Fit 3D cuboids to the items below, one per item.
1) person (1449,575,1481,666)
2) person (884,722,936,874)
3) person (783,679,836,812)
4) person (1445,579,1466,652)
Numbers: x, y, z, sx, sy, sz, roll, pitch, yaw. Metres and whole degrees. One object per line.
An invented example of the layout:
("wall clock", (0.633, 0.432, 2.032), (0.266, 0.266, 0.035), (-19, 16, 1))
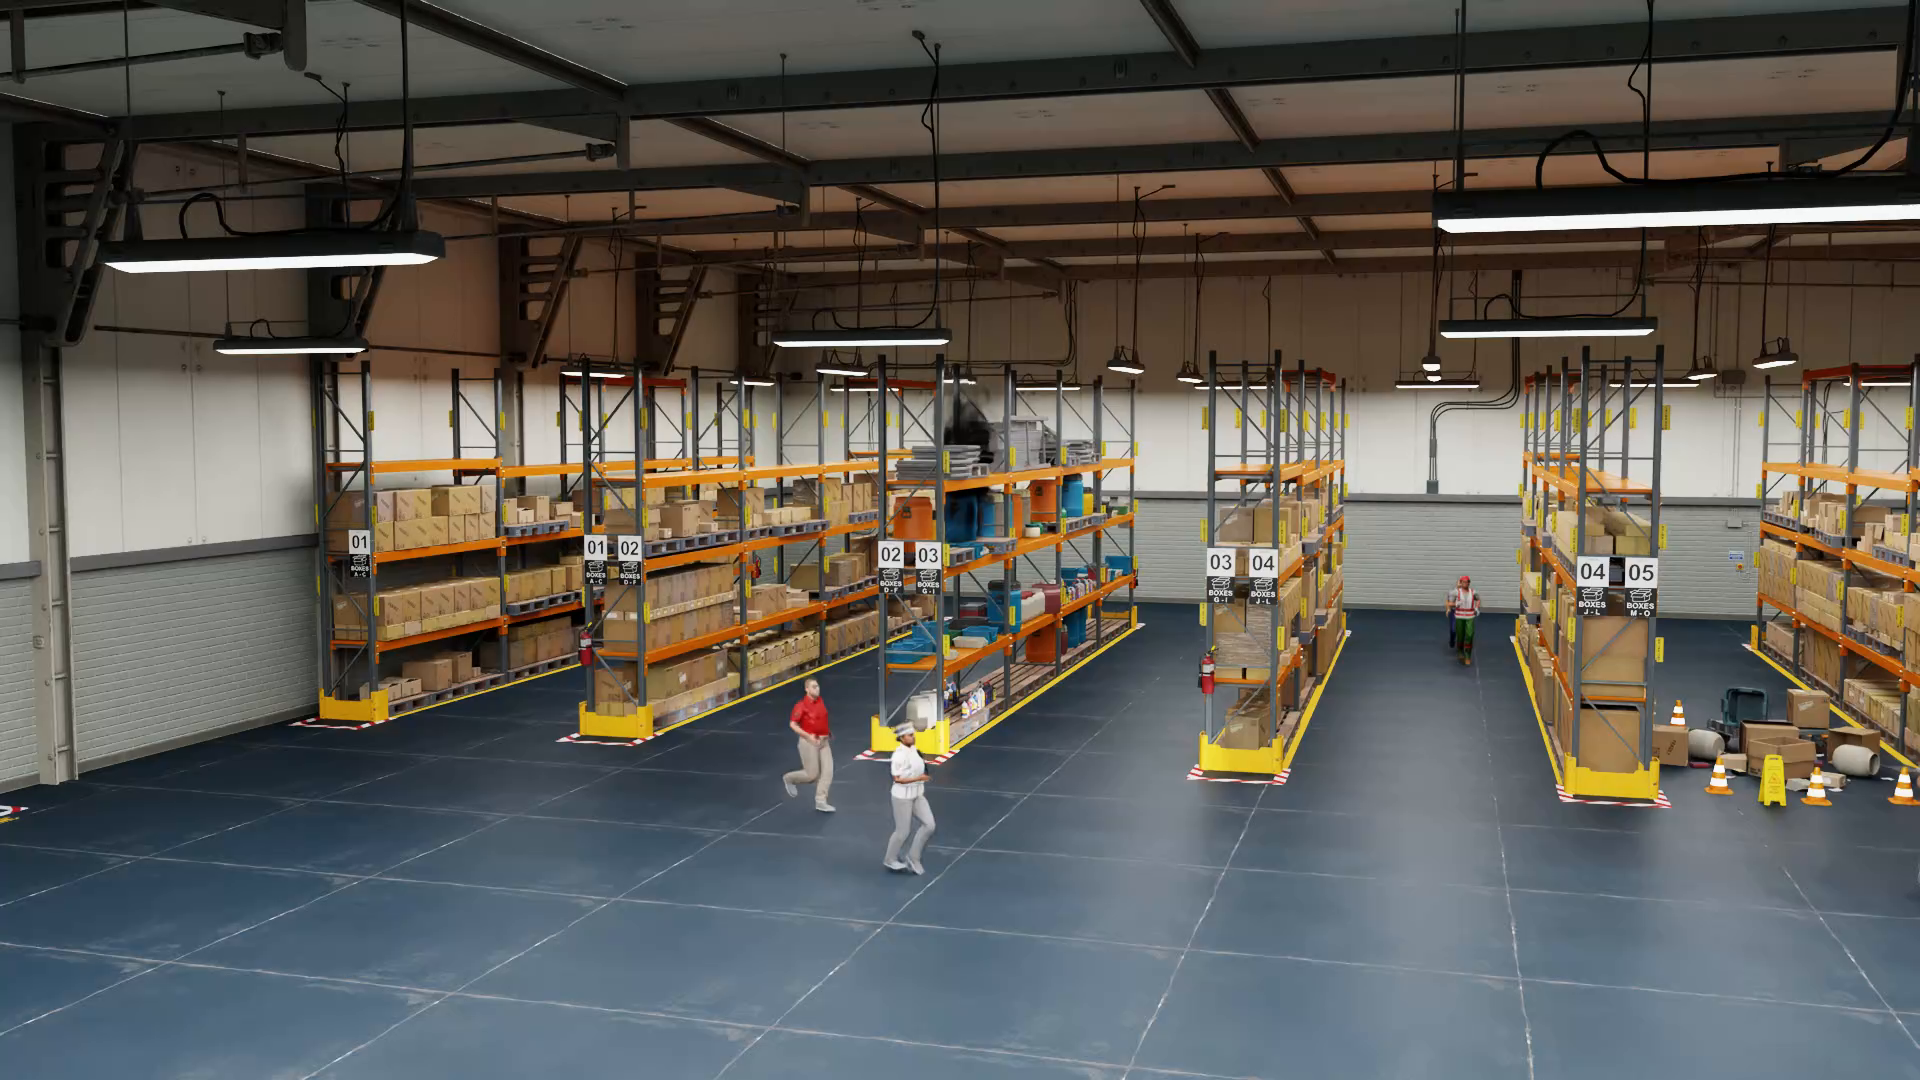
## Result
("person", (10.399, 1.637, 34.274), (0.639, 1.819, 0.828), (1, 4, 15))
("person", (-0.540, 2.856, 18.347), (0.667, 1.728, 0.558), (3, 5, 34))
("person", (-1.900, 2.628, 21.420), (0.798, 1.689, 0.663), (3, 5, 38))
("person", (10.791, 1.643, 35.951), (0.602, 1.607, 0.537), (1, 4, 18))
